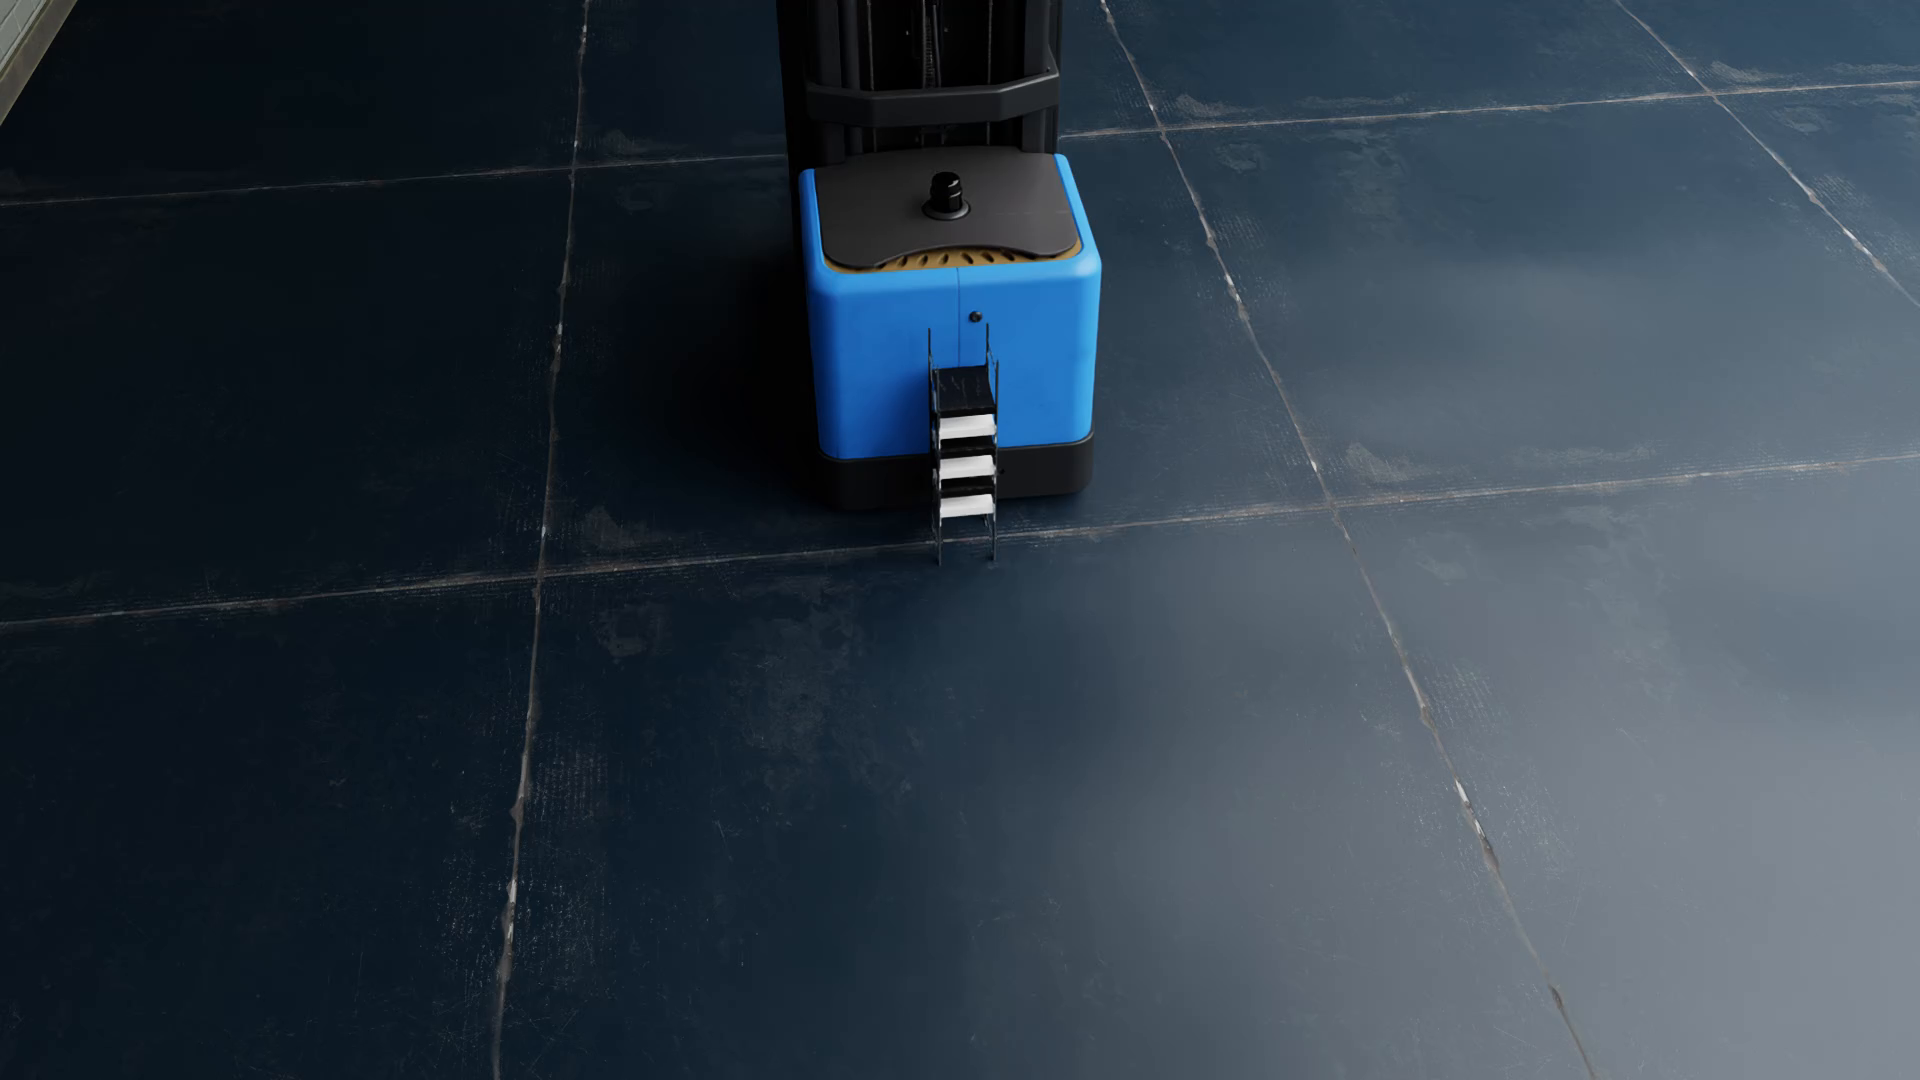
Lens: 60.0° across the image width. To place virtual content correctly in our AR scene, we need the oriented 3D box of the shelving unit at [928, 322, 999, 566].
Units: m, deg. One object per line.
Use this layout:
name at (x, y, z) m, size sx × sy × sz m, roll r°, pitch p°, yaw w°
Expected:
shelving unit at (0.010, -0.327, 5.941) m, size 0.210 × 0.900 × 0.258 m, roll -5°, pitch 42°, yaw -6°

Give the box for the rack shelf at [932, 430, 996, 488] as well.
rack shelf at (0.010, -0.302, 5.963) m, size 0.200 × 0.077 × 0.258 m, roll -5°, pitch 42°, yaw -6°

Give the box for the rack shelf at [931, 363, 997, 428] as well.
rack shelf at (0.010, -0.503, 5.782) m, size 0.200 × 0.077 × 0.258 m, roll -5°, pitch 42°, yaw -6°

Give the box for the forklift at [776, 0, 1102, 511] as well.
forklift at (-0.181, -2.185, 6.484) m, size 1.130 × 2.935 × 3.031 m, roll -5°, pitch 42°, yaw -5°

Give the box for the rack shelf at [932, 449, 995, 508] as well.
rack shelf at (0.010, -0.236, 6.023) m, size 0.200 × 0.077 × 0.258 m, roll -5°, pitch 42°, yaw -6°

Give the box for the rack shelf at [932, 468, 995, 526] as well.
rack shelf at (0.010, -0.169, 6.083) m, size 0.200 × 0.077 × 0.258 m, roll -5°, pitch 42°, yaw -6°

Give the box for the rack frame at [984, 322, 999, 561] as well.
rack frame at (0.110, -0.337, 5.951) m, size 0.006 × 0.900 × 0.240 m, roll -5°, pitch 42°, yaw -6°

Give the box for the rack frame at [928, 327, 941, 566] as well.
rack frame at (-0.091, -0.318, 5.930) m, size 0.006 × 0.900 × 0.240 m, roll -5°, pitch 42°, yaw -6°

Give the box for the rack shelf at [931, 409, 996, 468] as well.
rack shelf at (0.010, -0.369, 5.903) m, size 0.200 × 0.077 × 0.258 m, roll -5°, pitch 42°, yaw -6°

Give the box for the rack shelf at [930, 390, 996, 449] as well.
rack shelf at (0.010, -0.436, 5.843) m, size 0.200 × 0.077 × 0.258 m, roll -5°, pitch 42°, yaw -6°
